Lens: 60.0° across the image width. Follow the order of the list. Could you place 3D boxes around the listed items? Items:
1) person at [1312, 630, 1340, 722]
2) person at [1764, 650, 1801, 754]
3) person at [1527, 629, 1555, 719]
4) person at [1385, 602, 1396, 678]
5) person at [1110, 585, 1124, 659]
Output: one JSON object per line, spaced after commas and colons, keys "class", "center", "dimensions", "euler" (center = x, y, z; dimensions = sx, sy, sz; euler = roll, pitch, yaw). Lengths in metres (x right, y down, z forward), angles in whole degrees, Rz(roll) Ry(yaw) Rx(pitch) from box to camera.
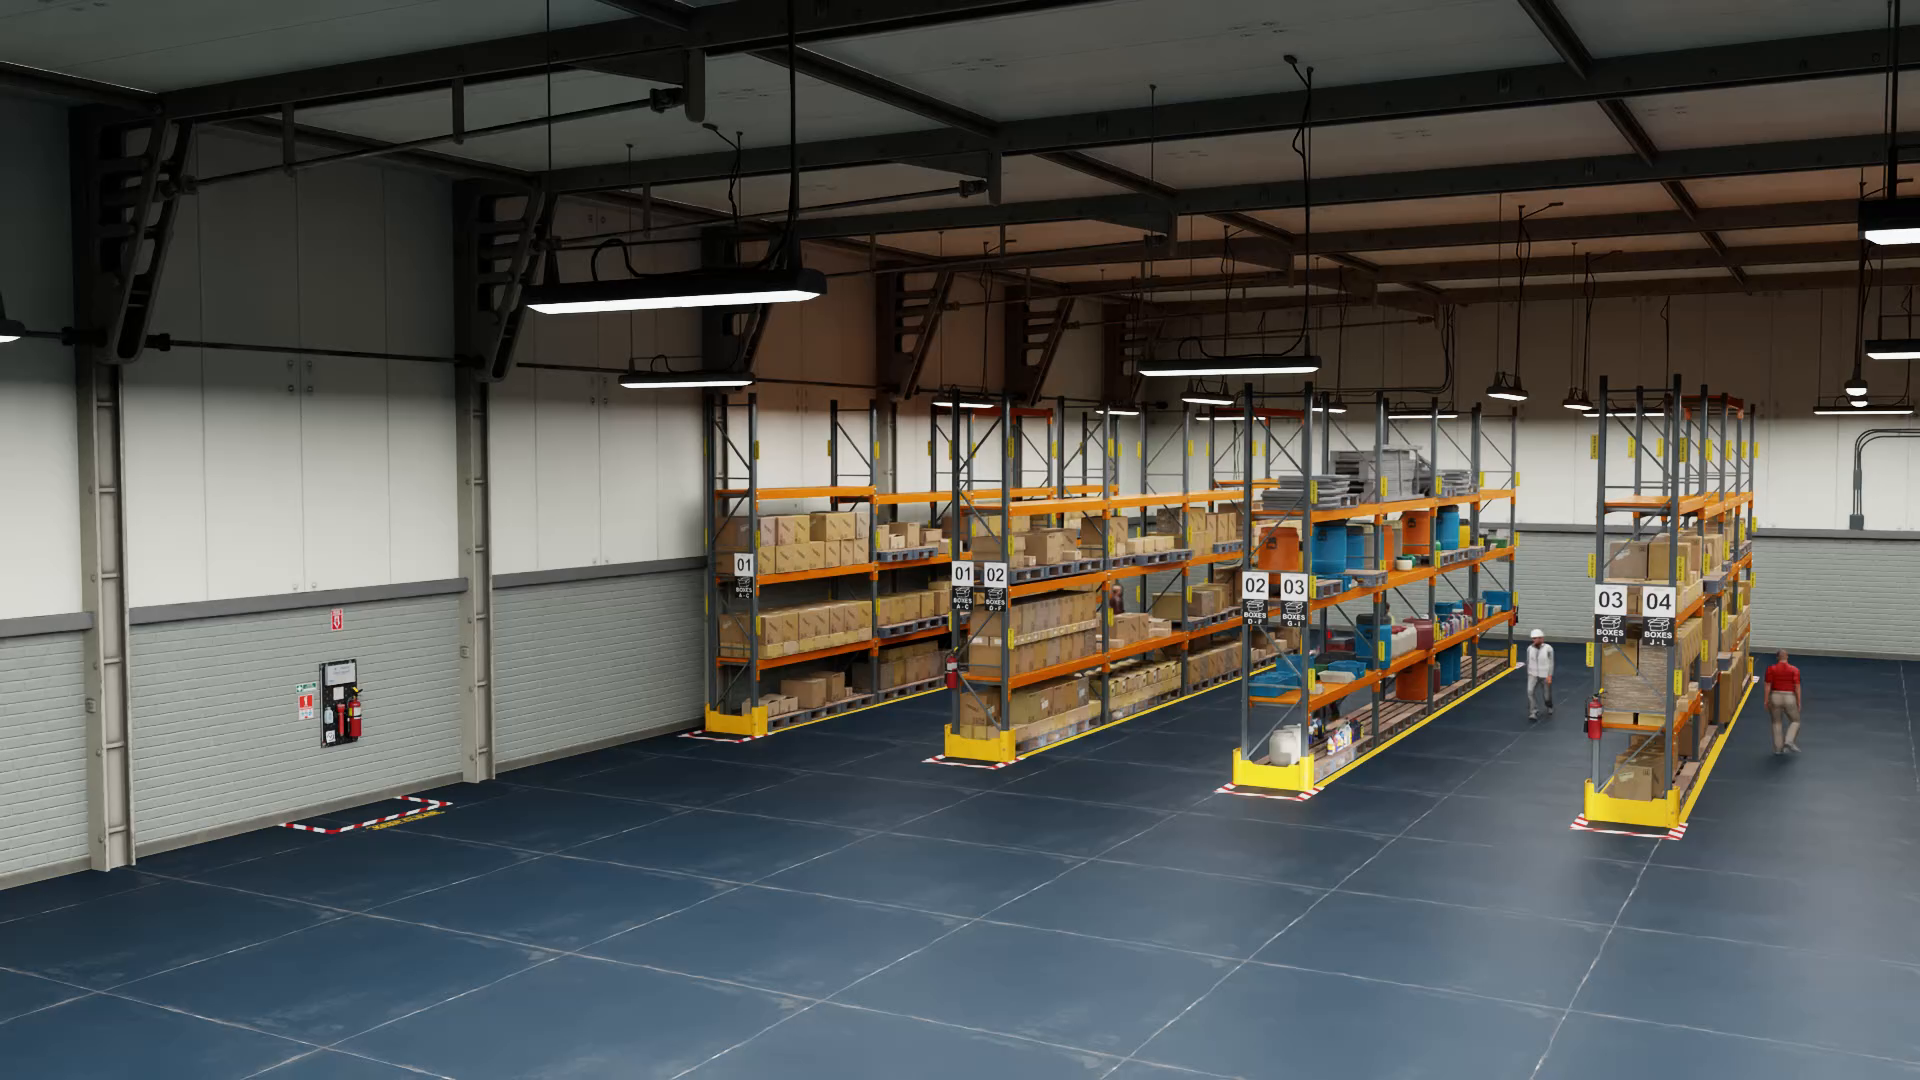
{"class": "person", "center": [6.555, 2.481, 30.132], "dimensions": [1.082, 1.722, 0.636], "euler": [-2, 4, -37]}
{"class": "person", "center": [13.516, 2.666, 27.307], "dimensions": [0.587, 1.724, 0.532], "euler": [2, 4, 31]}
{"class": "person", "center": [10.829, 2.495, 31.061], "dimensions": [0.530, 1.663, 1.018], "euler": [2, 4, 34]}
{"class": "person", "center": [9.349, 2.203, 36.480], "dimensions": [0.494, 1.669, 0.534], "euler": [2, 3, 27]}
{"class": "person", "center": [3.700, 1.967, 39.525], "dimensions": [0.542, 1.780, 0.609], "euler": [-1, 3, -12]}
